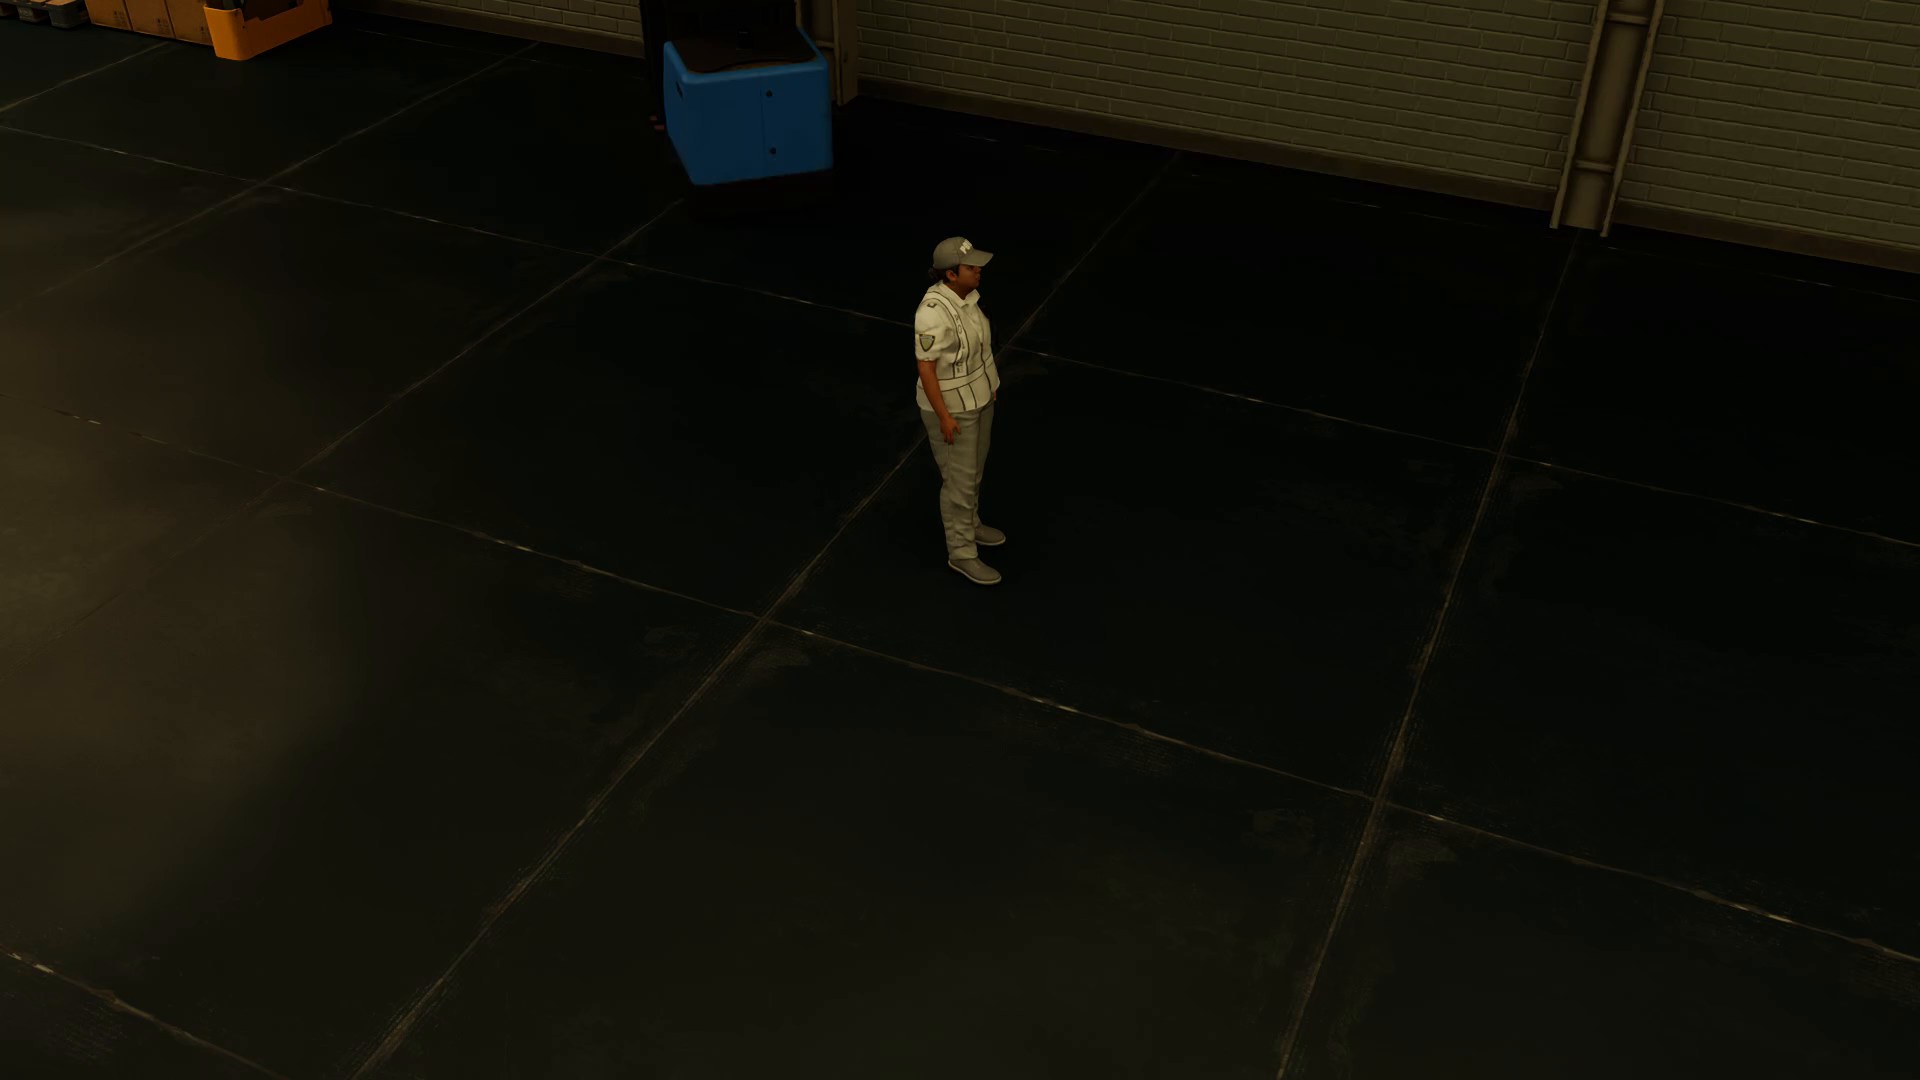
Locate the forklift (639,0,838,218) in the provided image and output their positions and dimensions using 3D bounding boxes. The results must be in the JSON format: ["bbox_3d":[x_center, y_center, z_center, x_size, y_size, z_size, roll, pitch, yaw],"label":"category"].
[{"bbox_3d":[-1.825,-4.305,12.122,1.130,2.935,3.031,-11,37,-15],"label":"forklift"}]

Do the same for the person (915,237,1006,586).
[{"bbox_3d":[0.061,-0.653,8.079,0.527,1.670,0.598,15,38,20],"label":"person"}]
